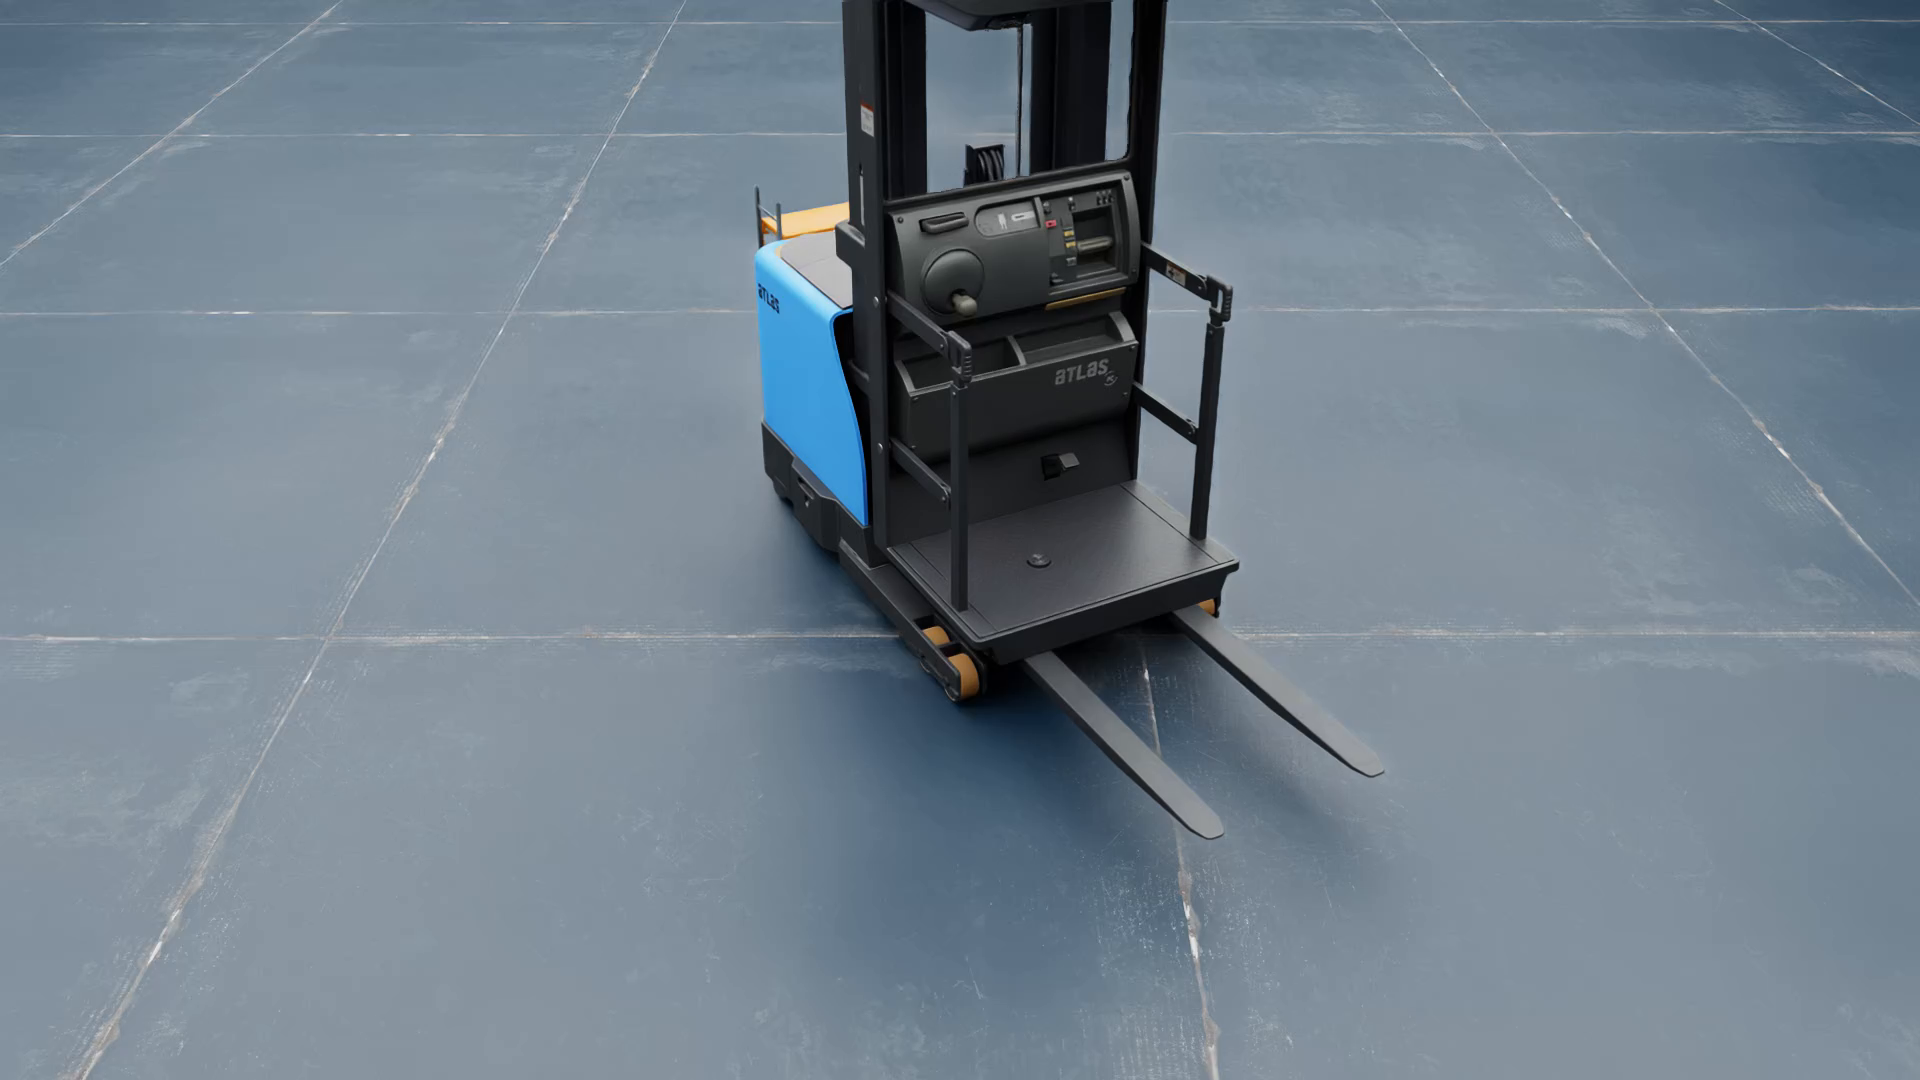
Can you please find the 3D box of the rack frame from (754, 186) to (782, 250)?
[{"bbox_3d":[-0.783,-0.889,7.059,0.015,1.200,0.240,-16,35,-24],"label":"rack frame"}]

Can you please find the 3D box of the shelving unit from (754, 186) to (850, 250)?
[{"bbox_3d":[-0.569,-0.950,7.159,0.503,1.200,0.258,-16,35,-24],"label":"shelving unit"}]

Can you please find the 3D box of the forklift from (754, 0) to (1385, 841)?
[{"bbox_3d":[0.306,-0.957,5.502,1.130,2.935,3.031,-16,35,-24],"label":"forklift"}]

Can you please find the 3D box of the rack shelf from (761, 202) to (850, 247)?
[{"bbox_3d":[-0.569,-1.286,6.955,0.480,0.148,0.258,-16,35,-24],"label":"rack shelf"}]
